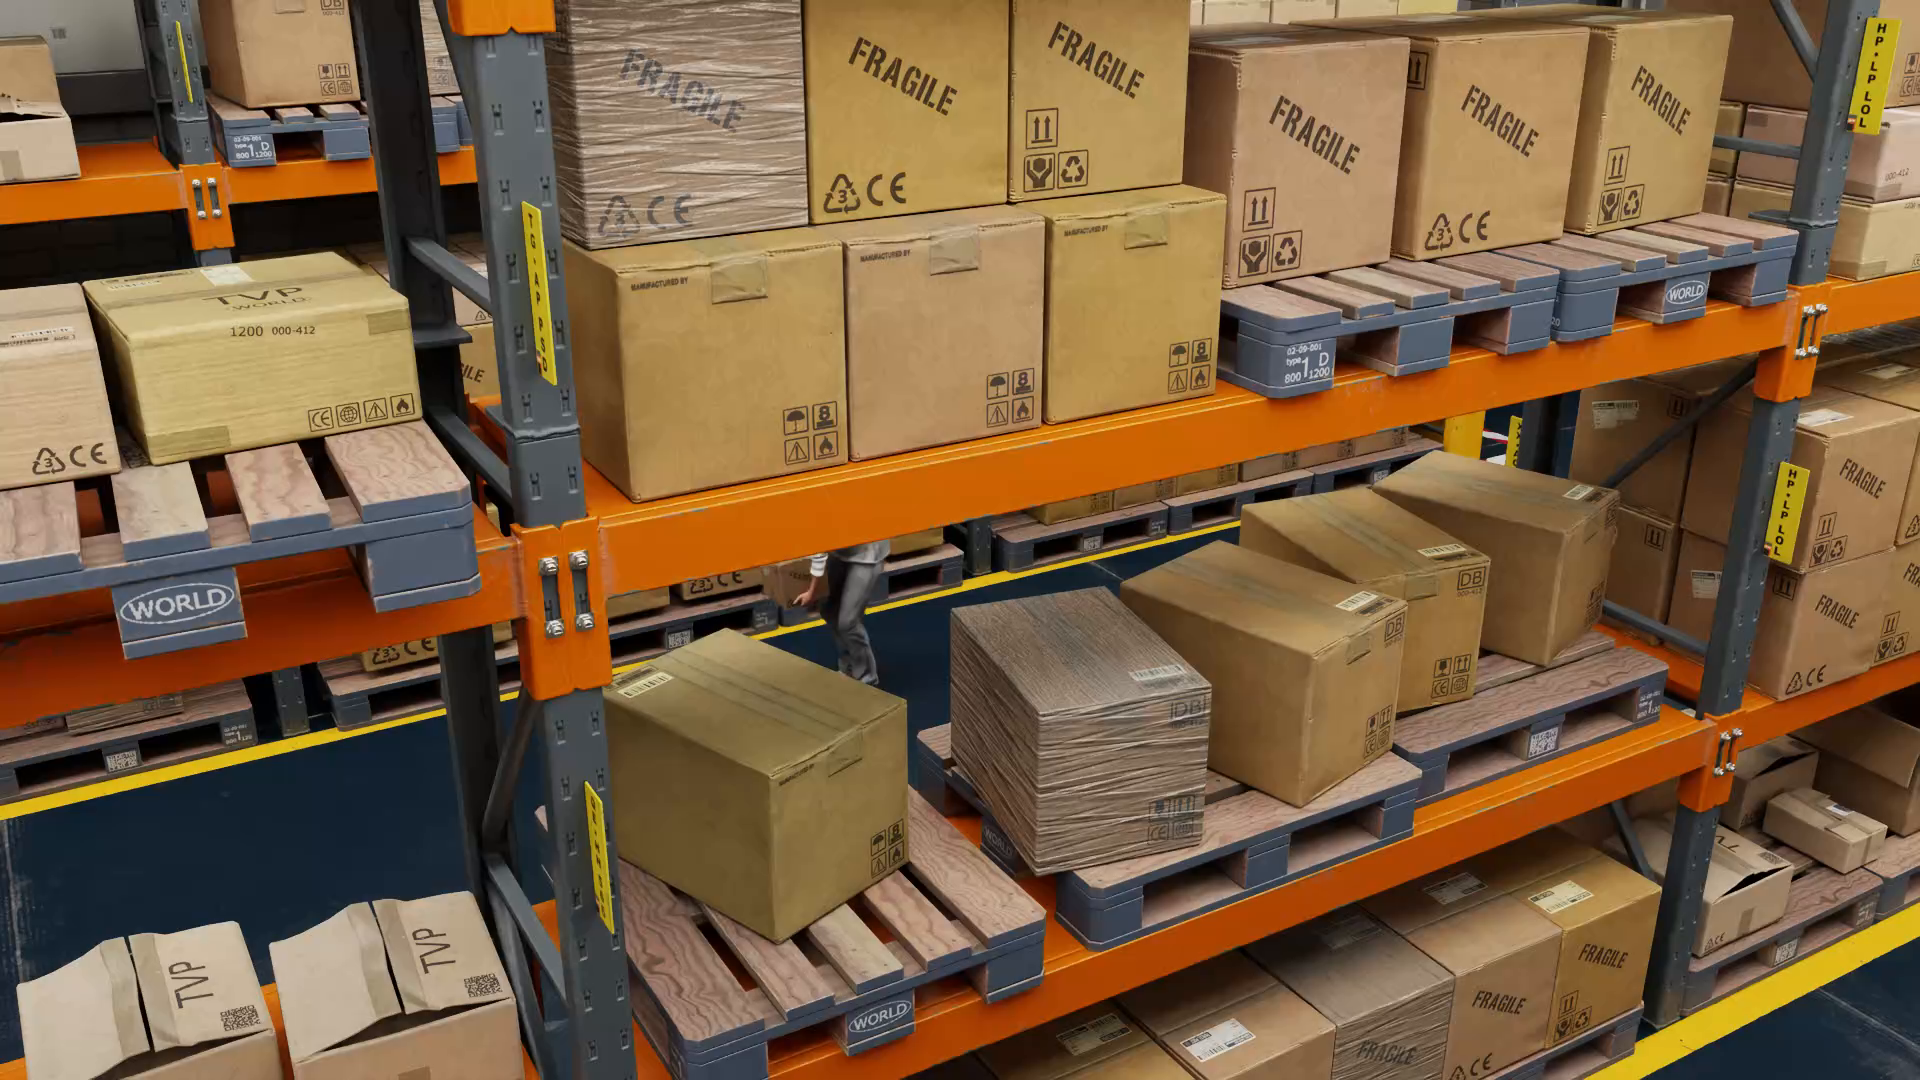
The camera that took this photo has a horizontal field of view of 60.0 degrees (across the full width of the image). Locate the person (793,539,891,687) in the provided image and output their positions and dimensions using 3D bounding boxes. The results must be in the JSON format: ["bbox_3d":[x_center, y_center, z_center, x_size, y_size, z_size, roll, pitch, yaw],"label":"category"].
[{"bbox_3d":[-0.664,0.168,8.400,0.645,1.444,0.379,-13,25,-28],"label":"person"}]
